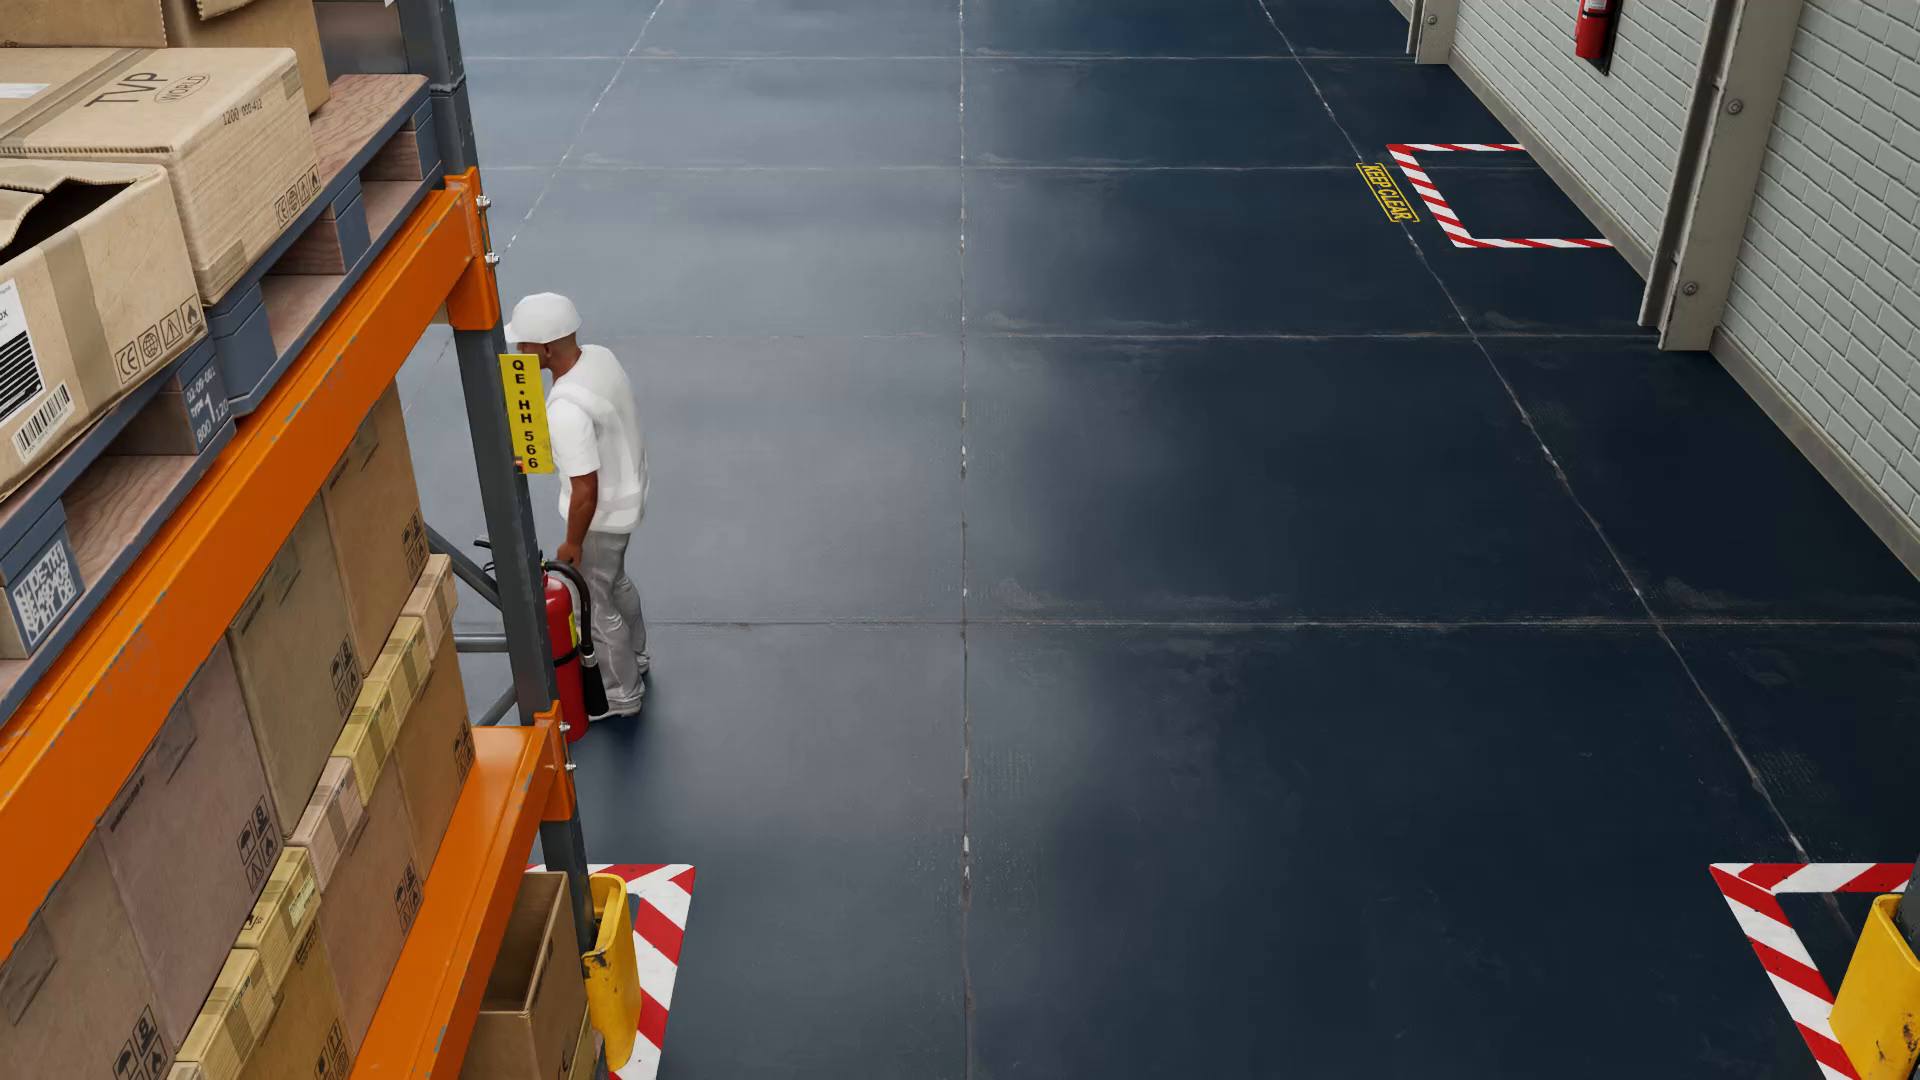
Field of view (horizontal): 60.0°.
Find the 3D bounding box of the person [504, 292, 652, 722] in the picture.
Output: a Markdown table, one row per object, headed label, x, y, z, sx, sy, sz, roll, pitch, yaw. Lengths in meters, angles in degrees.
| label | x | y | z | sx | sy | sz | roll | pitch | yaw |
| --- | --- | --- | --- | --- | --- | --- | --- | --- | --- |
| person | -1.409 | -0.127 | 6.326 | 0.459 | 1.760 | 0.628 | 0 | 31 | 0 |
